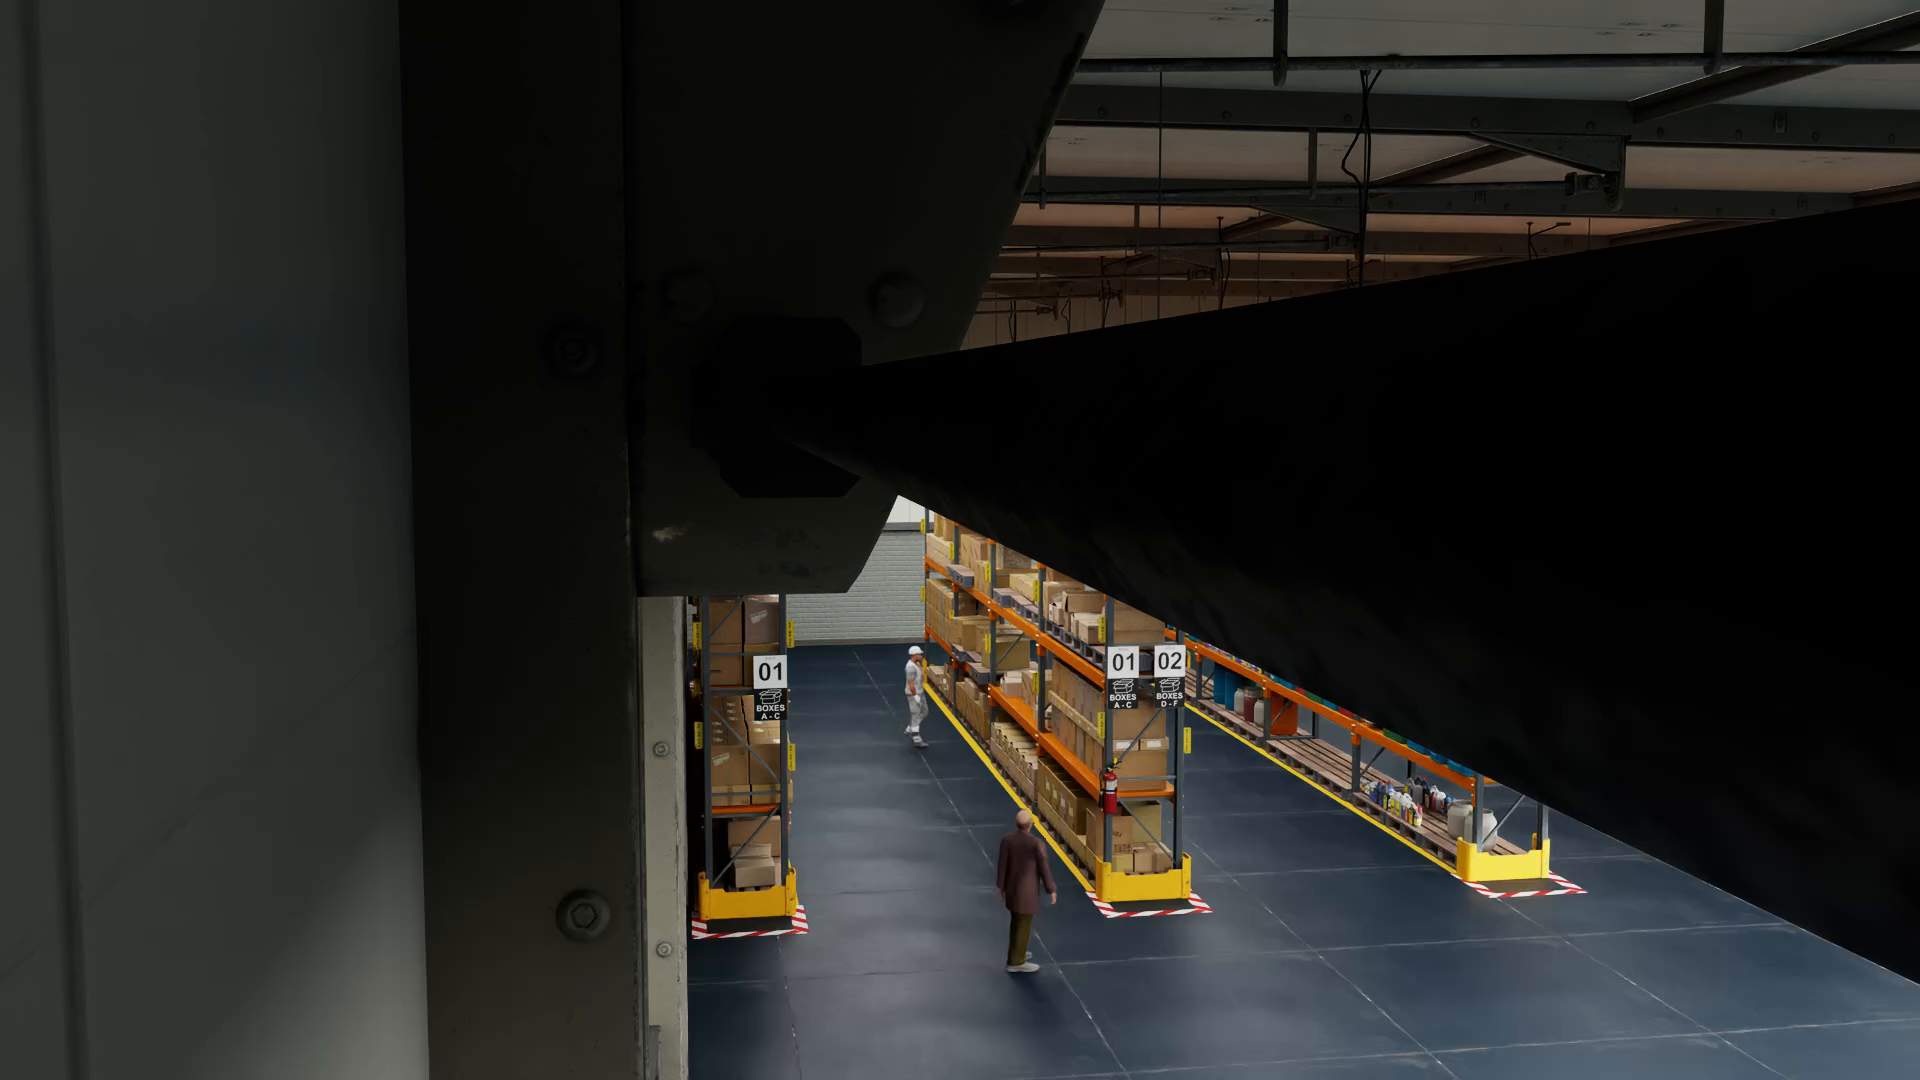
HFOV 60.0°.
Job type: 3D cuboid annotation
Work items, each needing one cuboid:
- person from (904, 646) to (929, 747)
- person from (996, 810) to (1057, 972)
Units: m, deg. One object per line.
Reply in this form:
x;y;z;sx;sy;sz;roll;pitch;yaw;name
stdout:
-0.767;2.797;29.960;0.544;1.787;0.698;1;5;13;person
0.762;3.846;18.298;0.603;1.782;0.651;-4;7;-41;person
